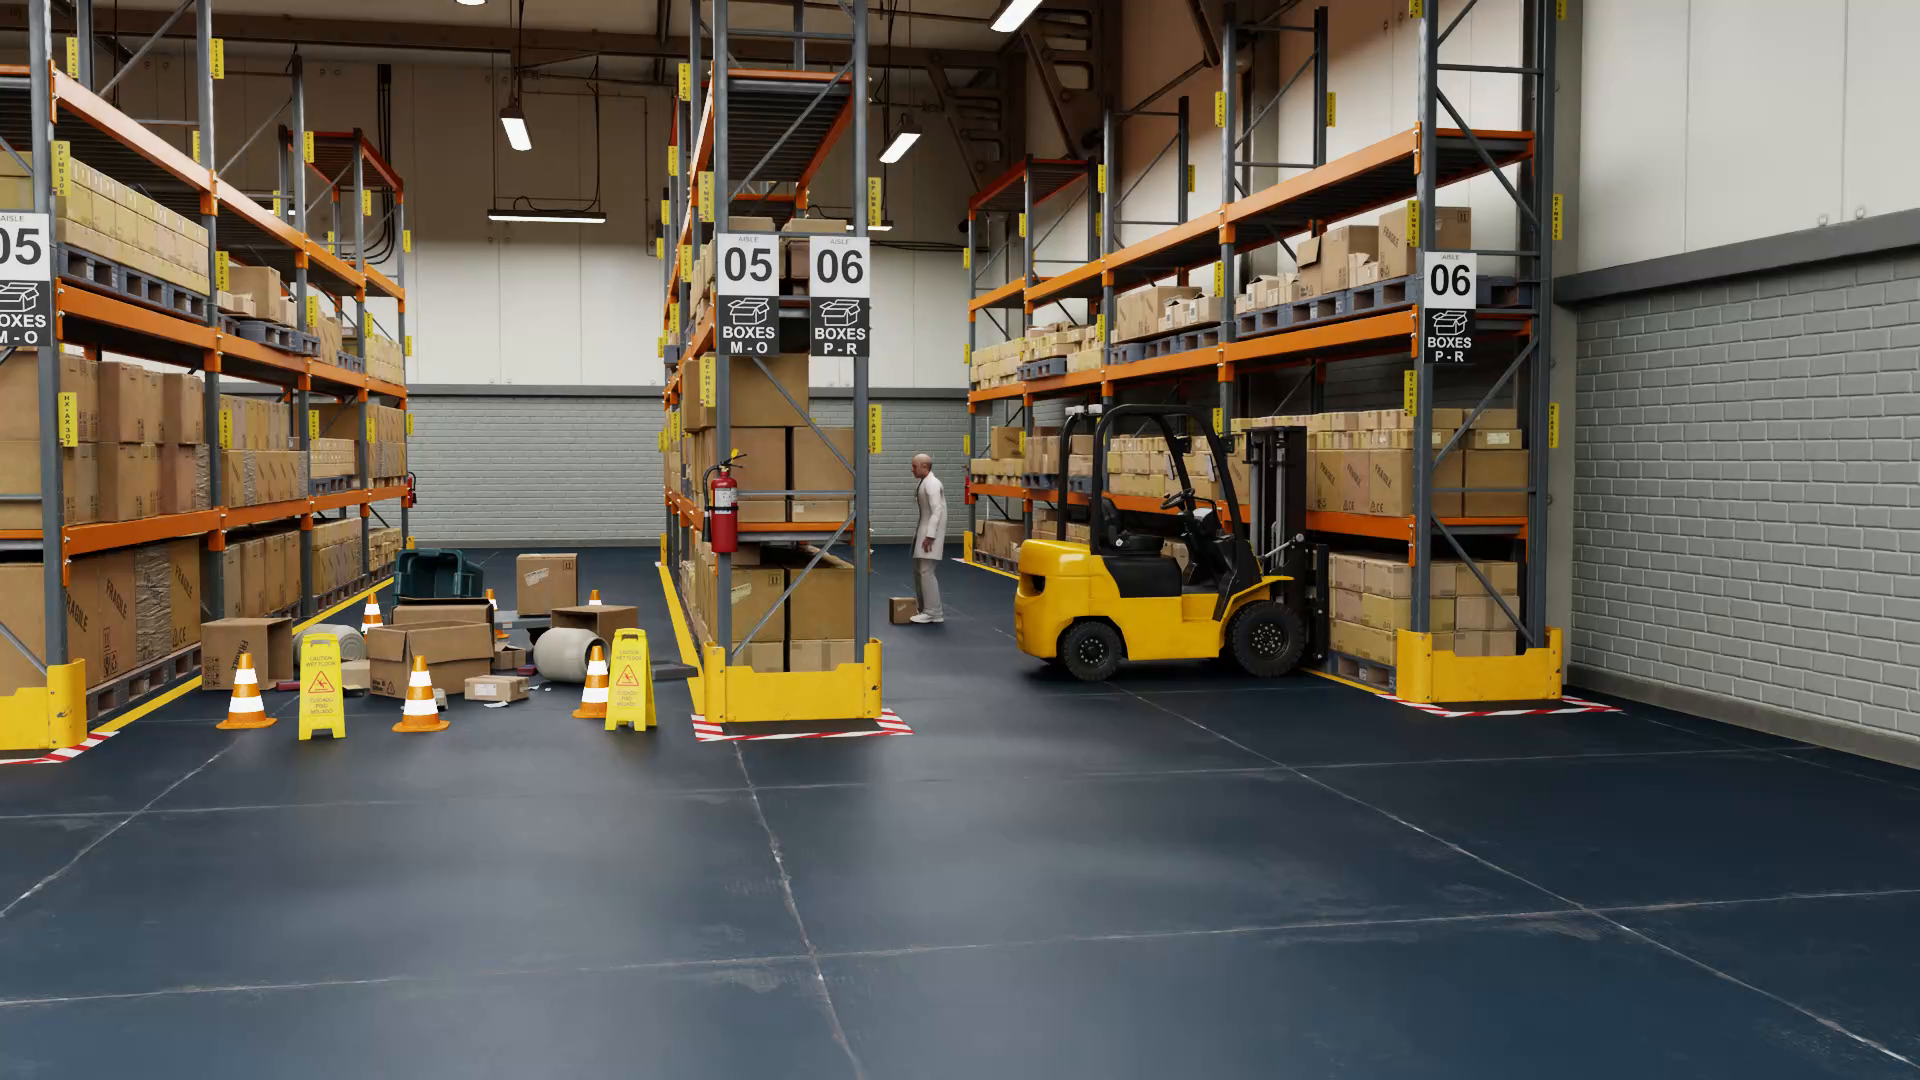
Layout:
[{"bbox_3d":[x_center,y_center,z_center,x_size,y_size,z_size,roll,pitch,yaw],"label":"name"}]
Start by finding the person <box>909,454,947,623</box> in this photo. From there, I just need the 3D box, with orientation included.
[{"bbox_3d":[-0.355,-0.023,17.562,0.426,1.773,0.640,-1,3,-12],"label":"person"}]
